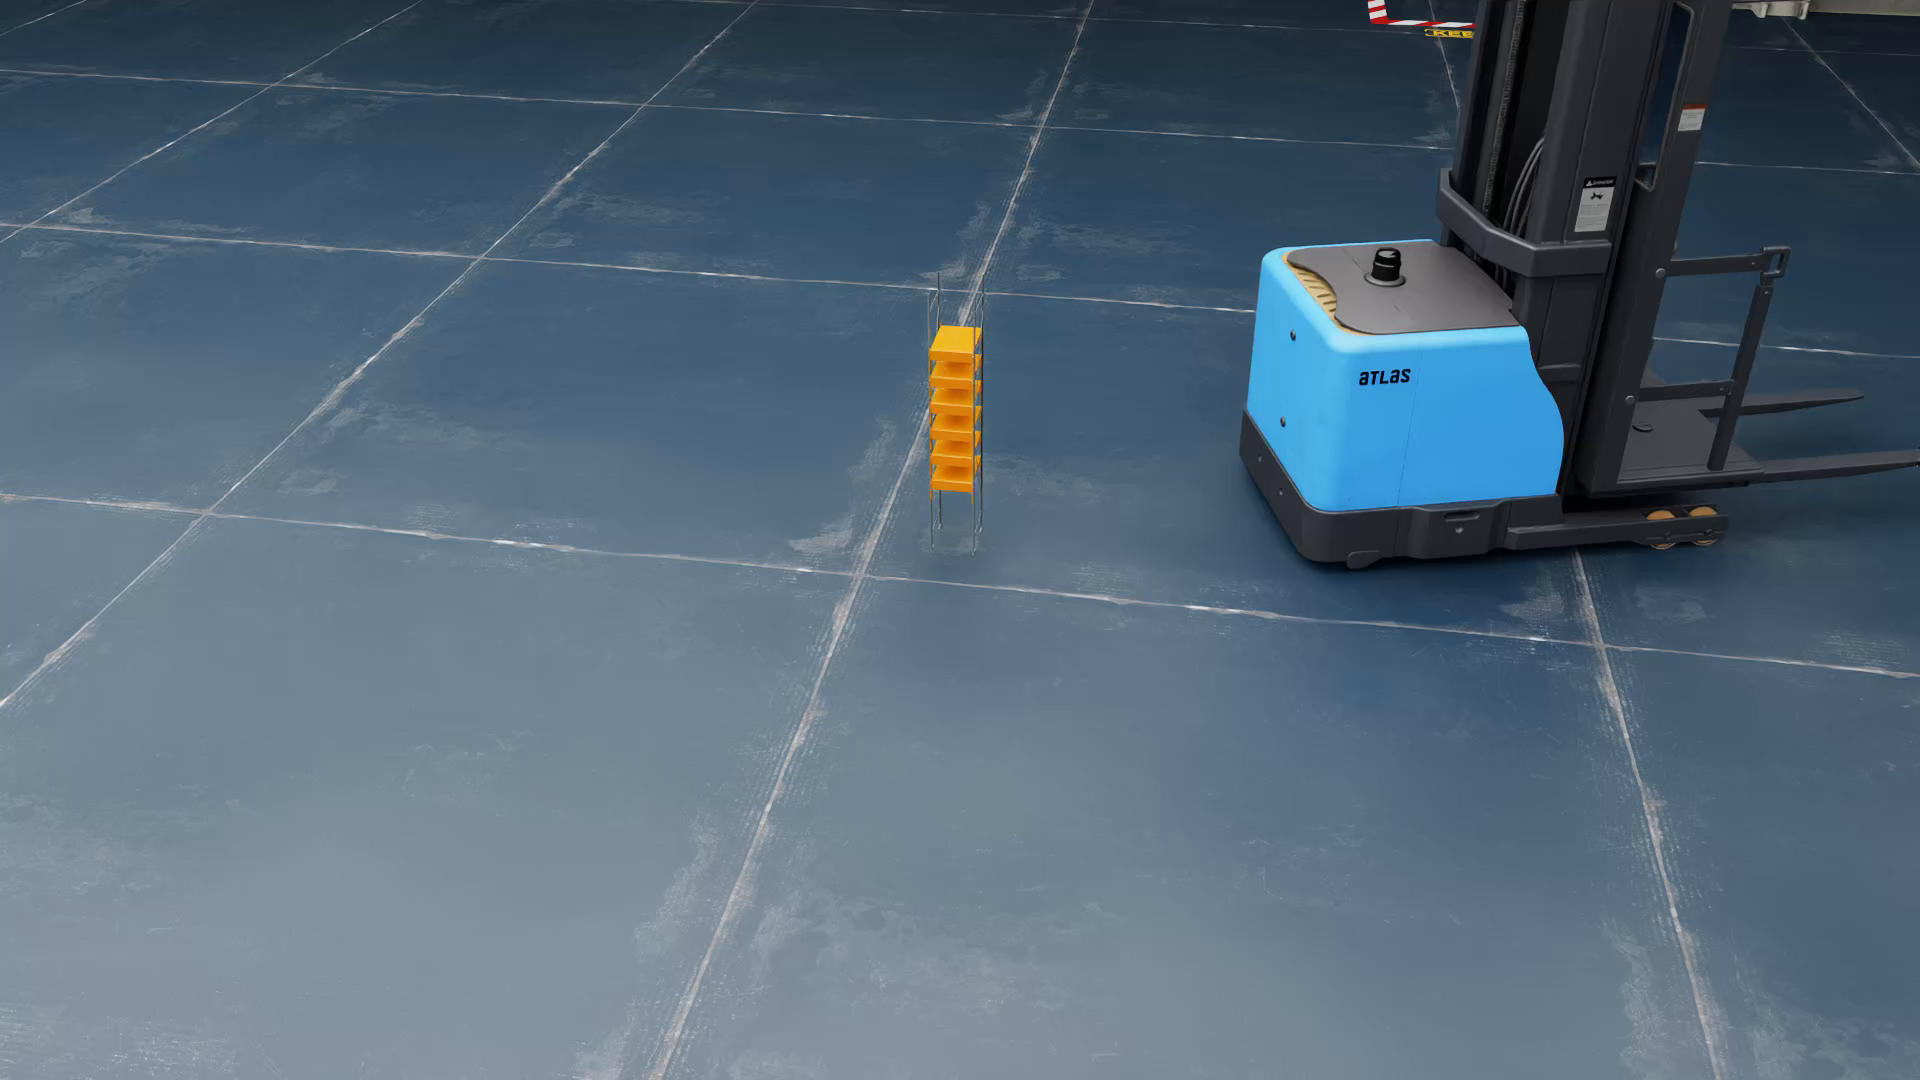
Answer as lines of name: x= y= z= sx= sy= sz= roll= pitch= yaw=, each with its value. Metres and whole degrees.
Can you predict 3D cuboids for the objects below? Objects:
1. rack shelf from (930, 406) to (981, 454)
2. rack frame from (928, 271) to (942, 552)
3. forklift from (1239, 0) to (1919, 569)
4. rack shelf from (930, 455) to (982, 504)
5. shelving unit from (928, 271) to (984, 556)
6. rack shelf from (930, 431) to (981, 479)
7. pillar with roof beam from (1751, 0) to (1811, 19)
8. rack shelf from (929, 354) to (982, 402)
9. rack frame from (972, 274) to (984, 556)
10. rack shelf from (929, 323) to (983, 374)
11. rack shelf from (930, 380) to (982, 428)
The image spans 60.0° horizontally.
rack shelf: x=-0.014 y=-0.472 z=6.957 sx=0.180 sy=0.103 sz=0.258 roll=5 pitch=32 yaw=8
rack frame: x=-0.104 y=-0.518 z=6.947 sx=0.006 sy=1.200 sz=0.240 roll=5 pitch=32 yaw=8
forklift: x=2.864 y=-1.475 z=6.844 sx=3.031 sy=2.935 sz=1.130 roll=-5 pitch=32 yaw=-7
rack shelf: x=-0.014 y=-0.269 z=7.085 sx=0.180 sy=0.103 sz=0.258 roll=5 pitch=32 yaw=8
shelving unit: x=-0.014 y=-0.510 z=6.934 sx=0.189 sy=1.200 sz=0.258 roll=5 pitch=32 yaw=8
rack shelf: x=-0.014 y=-0.370 z=7.021 sx=0.180 sy=0.103 sz=0.258 roll=5 pitch=32 yaw=8
pillar with roof beam: x=6.490 y=-6.204 z=8.681 sx=0.400 sy=9.000 sz=9.100 roll=5 pitch=32 yaw=8
rack shelf: x=-0.014 y=-0.676 z=6.830 sx=0.180 sy=0.103 sz=0.258 roll=5 pitch=32 yaw=8
rack frame: x=0.076 y=-0.502 z=6.921 sx=0.006 sy=1.200 sz=0.240 roll=5 pitch=32 yaw=8
rack shelf: x=-0.014 y=-0.777 z=6.766 sx=0.180 sy=0.103 sz=0.258 roll=5 pitch=32 yaw=8
rack shelf: x=-0.014 y=-0.574 z=6.894 sx=0.180 sy=0.103 sz=0.258 roll=5 pitch=32 yaw=8
